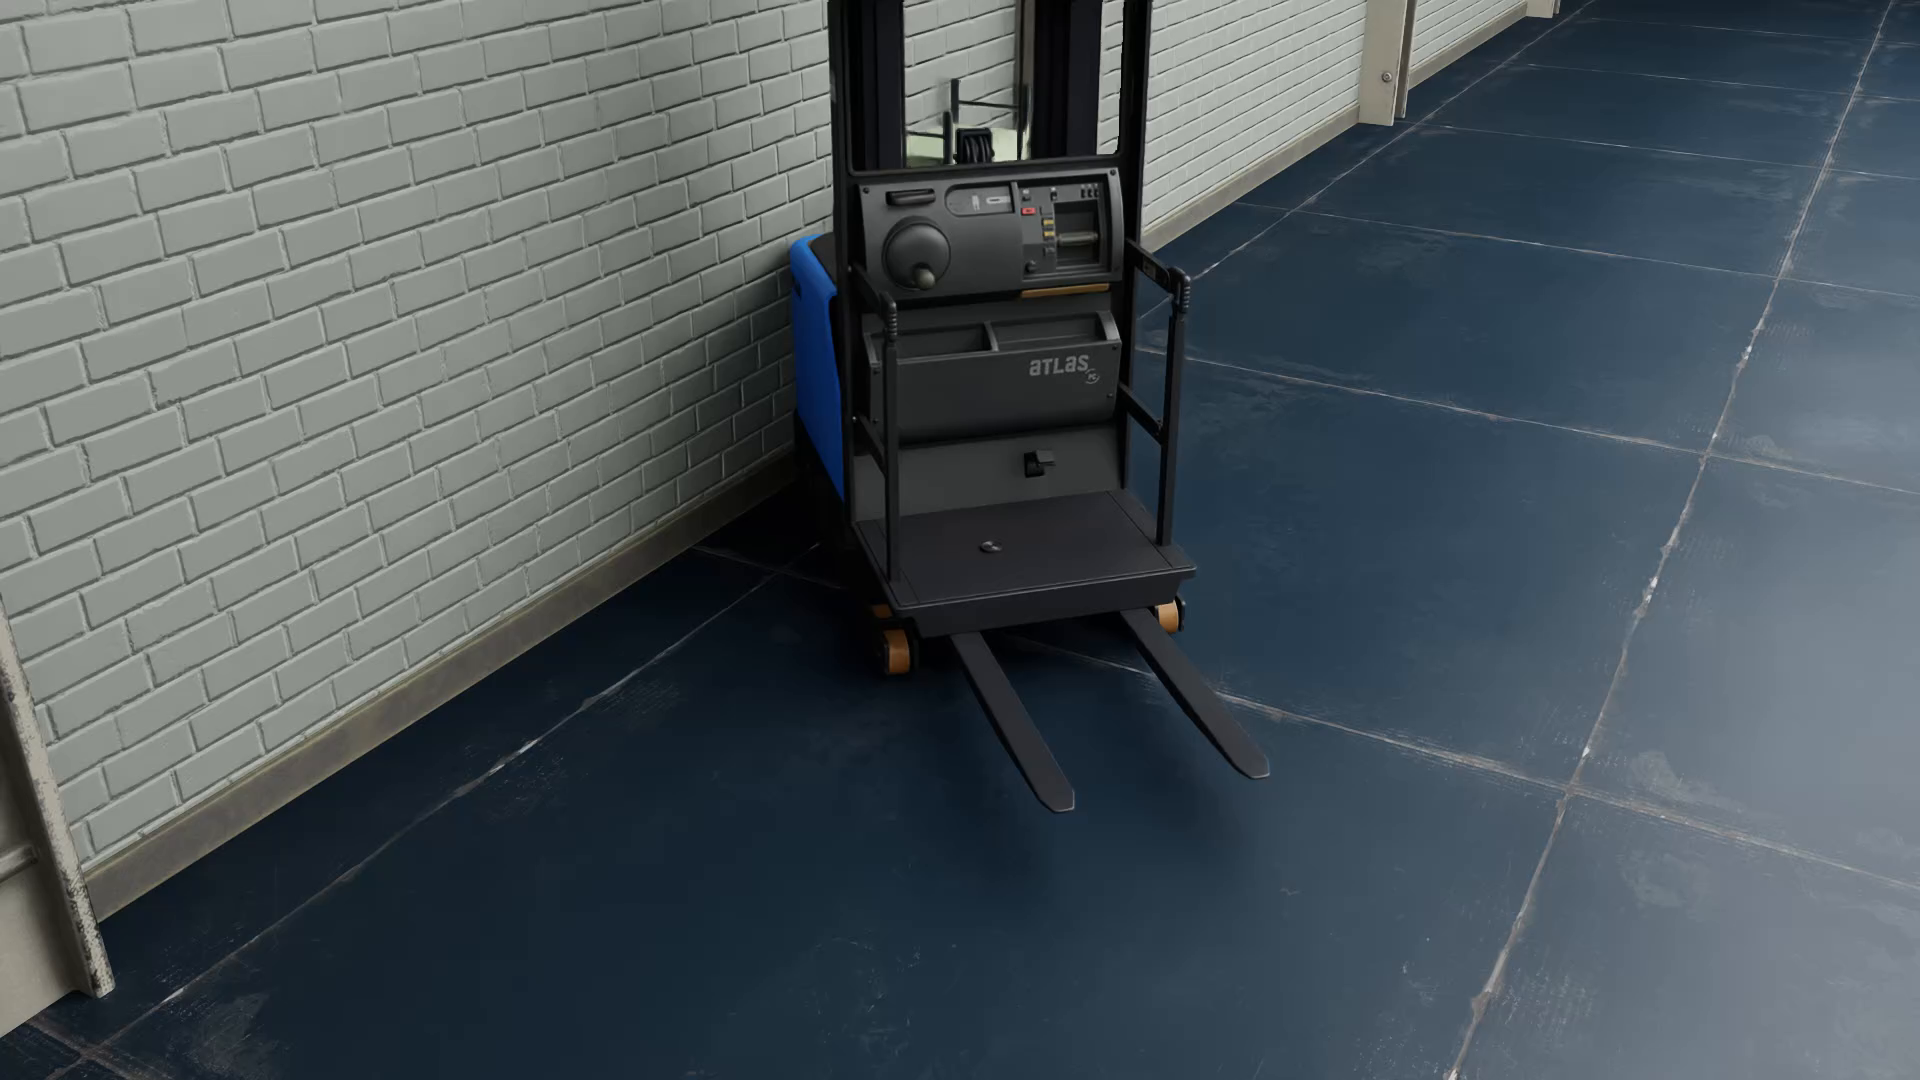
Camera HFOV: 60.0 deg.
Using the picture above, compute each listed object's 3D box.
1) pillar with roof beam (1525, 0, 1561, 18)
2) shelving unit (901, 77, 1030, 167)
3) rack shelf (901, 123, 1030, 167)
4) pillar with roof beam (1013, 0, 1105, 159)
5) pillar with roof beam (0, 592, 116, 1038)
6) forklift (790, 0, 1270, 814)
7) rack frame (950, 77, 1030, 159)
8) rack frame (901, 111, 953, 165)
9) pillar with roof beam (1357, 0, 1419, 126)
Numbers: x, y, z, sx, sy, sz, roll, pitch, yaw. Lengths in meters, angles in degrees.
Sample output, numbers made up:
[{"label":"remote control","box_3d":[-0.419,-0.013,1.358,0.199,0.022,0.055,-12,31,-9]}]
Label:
[{"label":"pillar with roof beam","box_3d":[10.144,-8.869,14.414,9.100,9.000,0.400,14,30,26]},{"label":"shelving unit","box_3d":[-0.042,-1.270,7.585,0.431,1.500,0.755,13,28,25]},{"label":"rack shelf","box_3d":[-0.040,-1.624,7.420,0.431,0.370,0.720,13,28,25]},{"label":"pillar with roof beam","box_3d":[4.241,-4.192,5.071,9.100,9.000,0.400,14,30,26]},{"label":"pillar with roof beam","box_3d":[1.289,-1.854,0.400,9.100,9.000,0.400,14,30,26]},{"label":"forklift","box_3d":[0.176,-1.032,5.537,1.130,2.935,3.031,-7,27,-14]},{"label":"rack frame","box_3d":[0.131,-1.406,7.878,0.400,1.500,0.023,13,28,25]},{"label":"rack frame","box_3d":[-0.215,-1.135,7.292,0.400,1.500,0.023,13,28,25]},{"label":"pillar with roof beam","box_3d":[7.193,-6.530,9.742,9.100,9.000,0.400,14,30,26]}]
